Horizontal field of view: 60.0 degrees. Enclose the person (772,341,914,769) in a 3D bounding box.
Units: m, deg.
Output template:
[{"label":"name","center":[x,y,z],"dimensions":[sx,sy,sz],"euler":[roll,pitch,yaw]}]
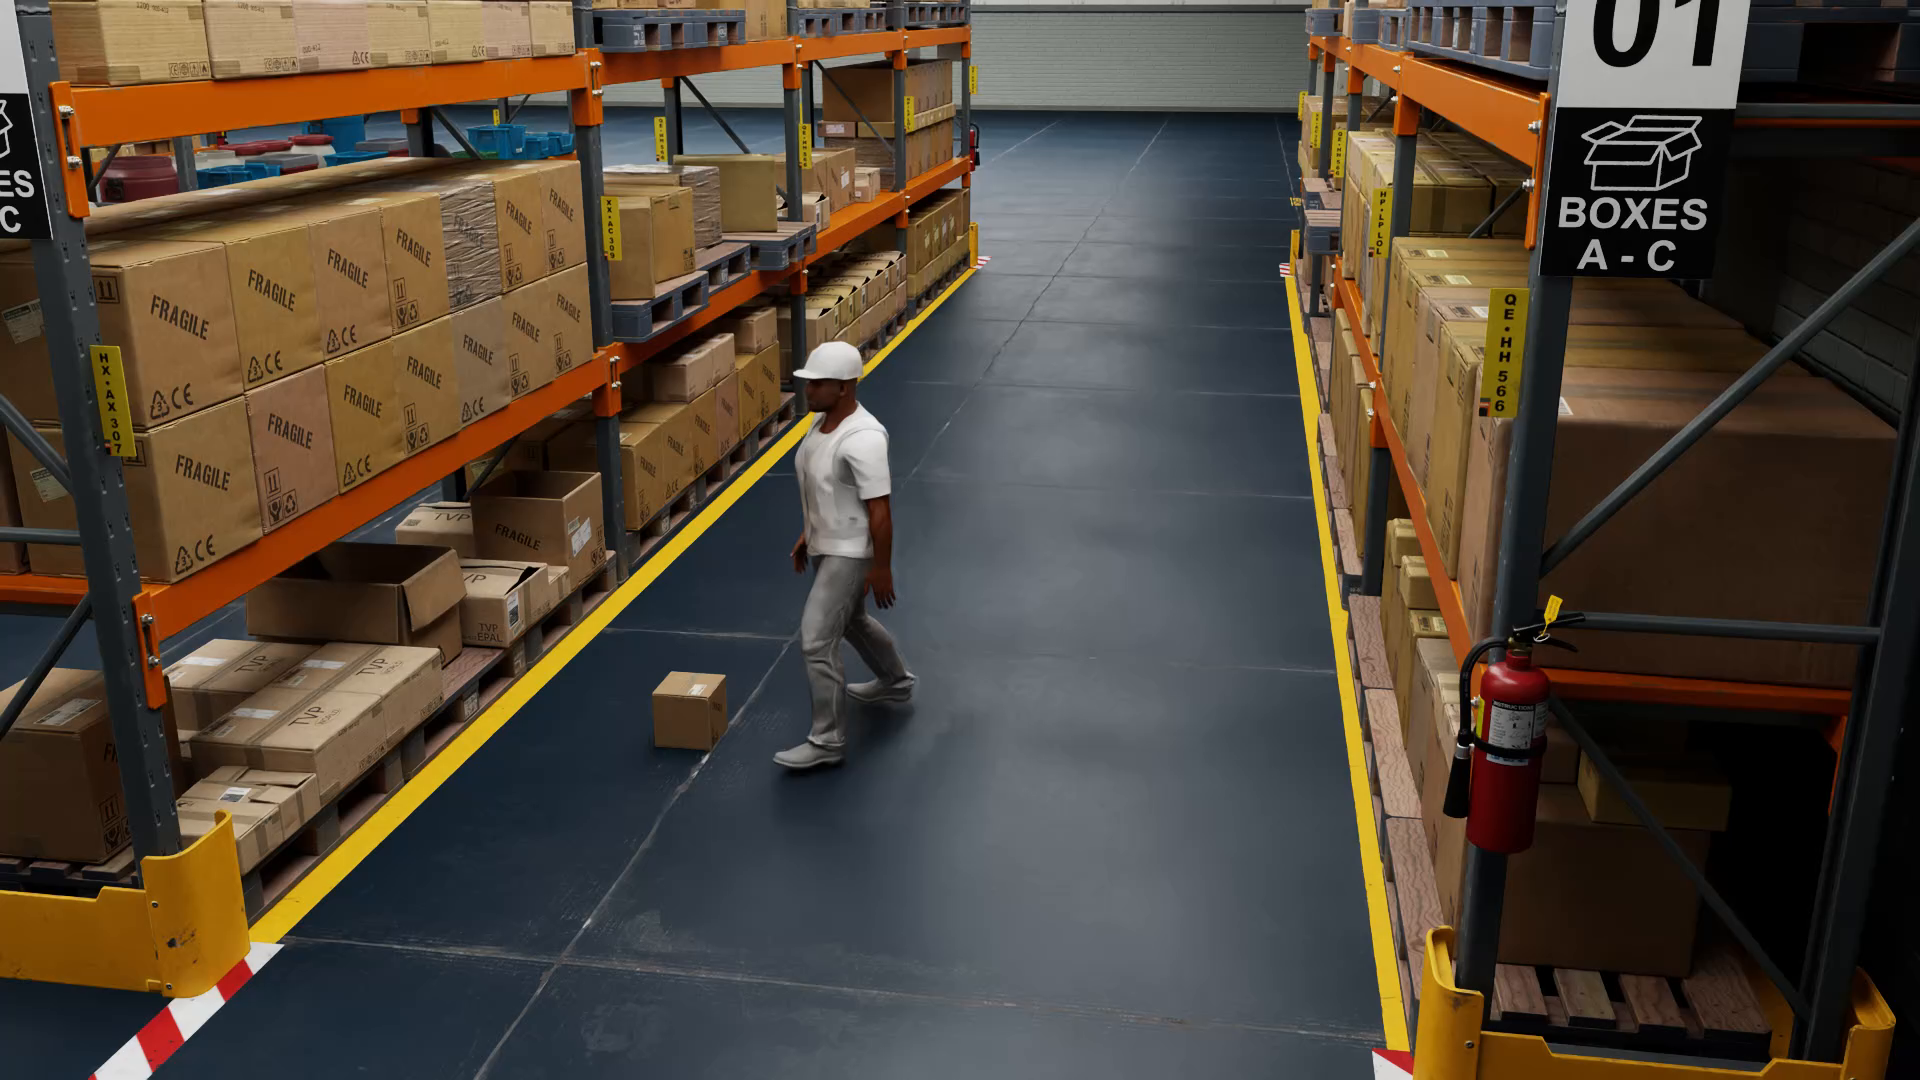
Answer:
[{"label":"person","center":[-0.507,0.022,6.963],"dimensions":[0.788,1.732,0.668],"euler":[-8,19,-22]}]
